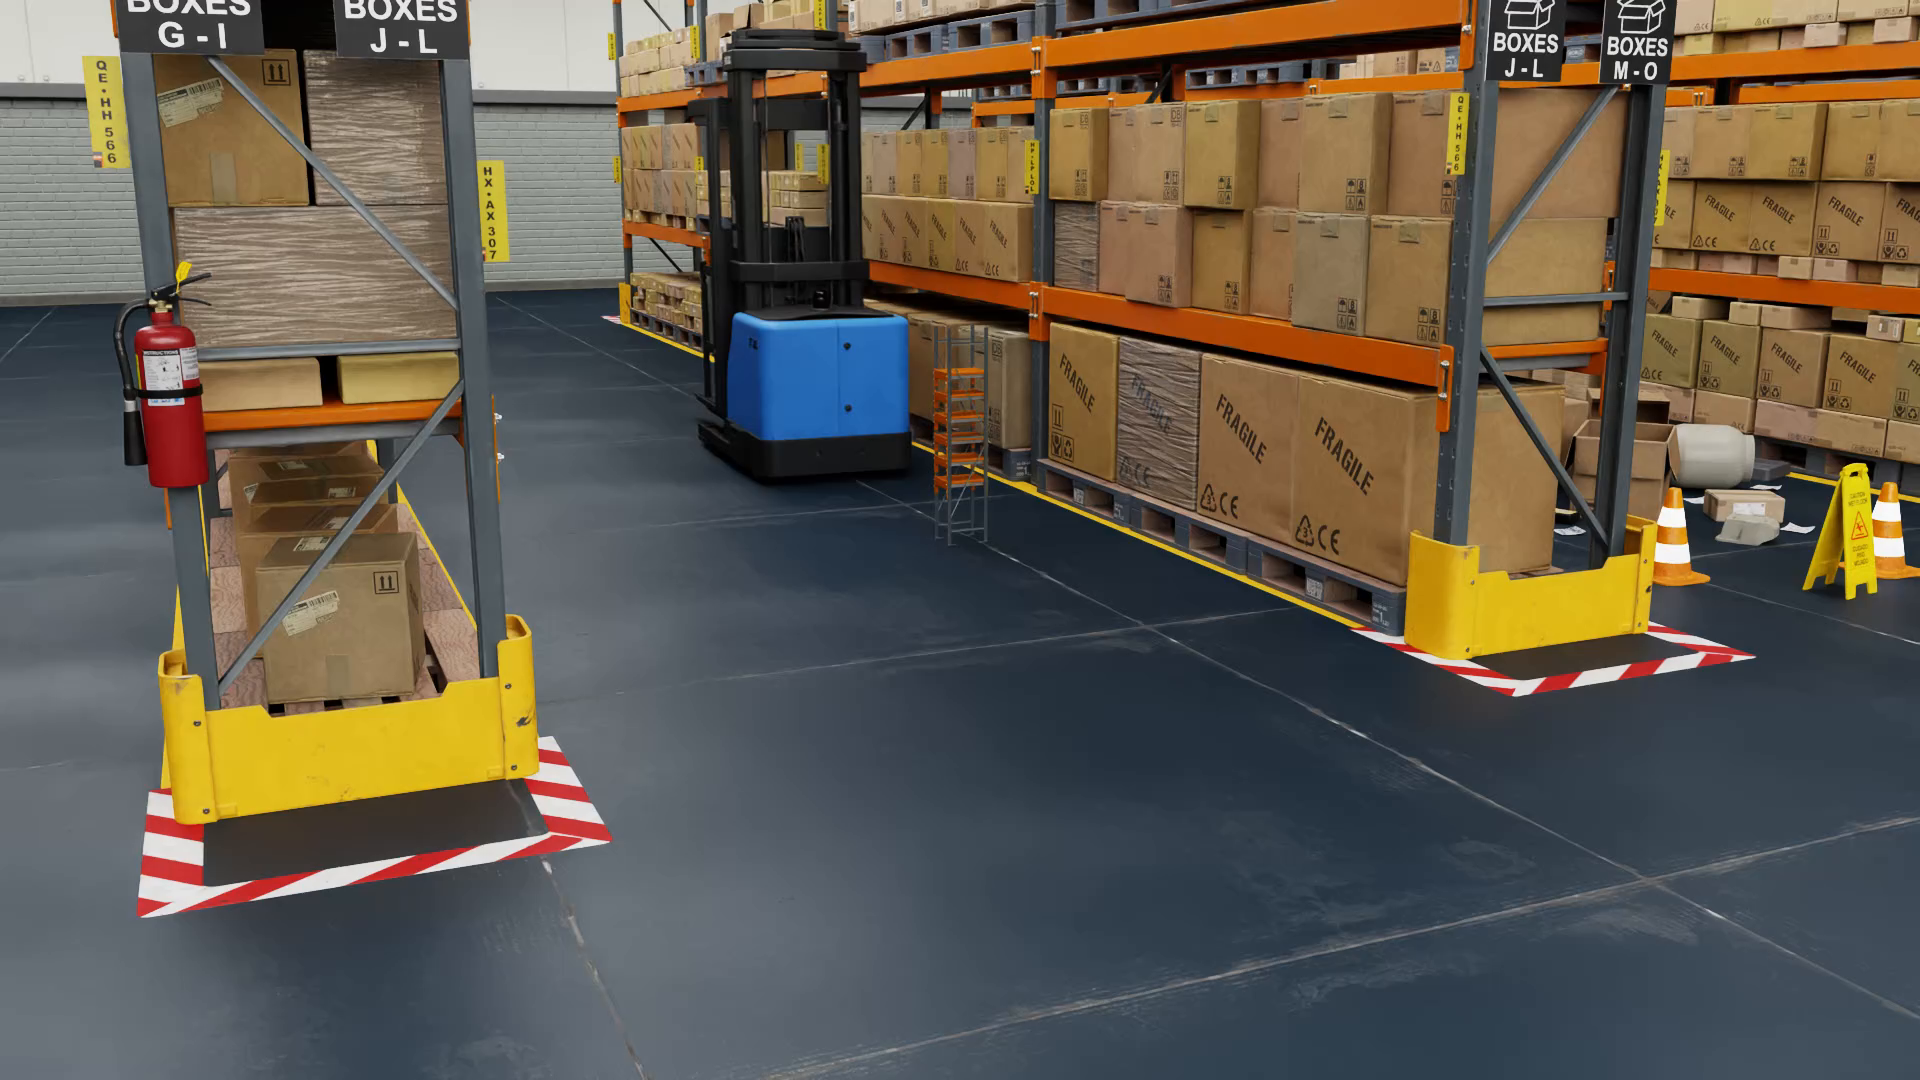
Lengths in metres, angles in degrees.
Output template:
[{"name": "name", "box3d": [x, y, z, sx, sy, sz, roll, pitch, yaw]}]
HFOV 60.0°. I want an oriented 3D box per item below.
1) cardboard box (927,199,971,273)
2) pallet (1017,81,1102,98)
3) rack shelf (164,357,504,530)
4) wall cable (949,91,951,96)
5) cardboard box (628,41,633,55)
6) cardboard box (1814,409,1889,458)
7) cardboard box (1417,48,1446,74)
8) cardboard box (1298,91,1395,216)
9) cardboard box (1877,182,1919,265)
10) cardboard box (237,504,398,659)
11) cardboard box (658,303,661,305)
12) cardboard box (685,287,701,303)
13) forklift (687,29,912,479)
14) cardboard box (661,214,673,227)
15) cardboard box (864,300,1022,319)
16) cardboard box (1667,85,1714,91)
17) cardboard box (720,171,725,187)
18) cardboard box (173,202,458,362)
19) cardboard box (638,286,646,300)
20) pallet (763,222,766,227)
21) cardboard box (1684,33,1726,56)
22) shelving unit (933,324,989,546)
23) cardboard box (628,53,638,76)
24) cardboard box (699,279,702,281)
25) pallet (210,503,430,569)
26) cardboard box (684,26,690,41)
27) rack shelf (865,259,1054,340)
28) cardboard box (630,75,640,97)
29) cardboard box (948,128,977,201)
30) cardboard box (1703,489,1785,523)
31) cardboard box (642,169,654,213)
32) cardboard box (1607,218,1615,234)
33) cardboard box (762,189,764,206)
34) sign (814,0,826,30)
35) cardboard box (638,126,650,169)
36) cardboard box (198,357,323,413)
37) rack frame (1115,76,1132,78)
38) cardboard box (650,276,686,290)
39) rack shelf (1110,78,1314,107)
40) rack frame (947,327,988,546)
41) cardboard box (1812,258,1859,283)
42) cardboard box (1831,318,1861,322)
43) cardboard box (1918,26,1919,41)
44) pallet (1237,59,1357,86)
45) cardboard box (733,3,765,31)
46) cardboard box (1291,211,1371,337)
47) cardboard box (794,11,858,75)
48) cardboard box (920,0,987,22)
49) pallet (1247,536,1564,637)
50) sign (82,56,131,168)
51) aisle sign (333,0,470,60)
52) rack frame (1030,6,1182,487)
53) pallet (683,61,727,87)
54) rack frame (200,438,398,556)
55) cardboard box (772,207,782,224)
[{"name": "cardboard box", "box3d": [0.088, -2.202, 12.009, 0.500, 0.500, 0.500, -5, 14, -22]}, {"name": "pallet", "box3d": [1.434, -5.821, 21.413, 1.003, 0.211, 1.213, -6, 14, -23]}, {"name": "rack shelf", "box3d": [-2.837, -0.670, 7.207, 1.077, 0.370, 4.000, -6, 14, -23]}, {"name": "wall cable", "box3d": [-1.211, -8.948, 28.073, 2.355, 3.000, 0.029, -6, 14, -23]}, {"name": "cardboard box", "box3d": [-3.811, -5.961, 20.162, 0.380, 0.149, 0.250, -6, 14, -23]}, {"name": "cardboard box", "box3d": [6.059, -0.725, 11.017, 0.500, 0.250, 0.500, -6, 14, -25]}, {"name": "cardboard box", "box3d": [4.477, -4.354, 14.649, 0.797, 0.503, 0.637, -6, 14, -23]}, {"name": "cardboard box", "box3d": [2.131, -1.819, 7.848, 0.875, 0.550, 0.550, -6, 14, -23]}, {"name": "cardboard box", "box3d": [6.181, -1.991, 10.437, 0.500, 0.500, 0.500, -6, 14, -23]}, {"name": "cardboard box", "box3d": [-2.542, 0.155, 6.659, 0.500, 0.500, 0.500, -2, 13, -8]}, {"name": "cardboard box", "box3d": [-3.466, -2.814, 20.268, 0.380, 0.149, 0.250, -6, 14, -23]}, {"name": "cardboard box", "box3d": [-2.884, -2.769, 18.753, 0.380, 0.149, 0.250, -6, 14, -23]}, {"name": "forklift", "box3d": [-1.314, -2.119, 12.027, 1.130, 2.935, 3.031, -5, 14, -20]}, {"name": "cardboard box", "box3d": [-3.279, -3.745, 19.457, 0.380, 0.149, 0.250, -5, 14, -22]}, {"name": "cardboard box", "box3d": [-0.141, -1.481, 13.176, 1.050, 0.750, 0.750, -5, 14, -22]}, {"name": "cardboard box", "box3d": [7.958, -5.076, 18.332, 0.500, 0.250, 0.500, -6, 14, -25]}, {"name": "cardboard box", "box3d": [-2.206, -3.600, 16.580, 0.380, 0.149, 0.250, -6, 14, -24]}, {"name": "cardboard box", "box3d": [-2.231, -0.917, 5.797, 0.875, 0.500, 0.500, -6, 14, -23]}, {"name": "cardboard box", "box3d": [-3.827, -3.107, 20.875, 0.380, 0.149, 0.250, -6, 14, -23]}, {"name": "pallet", "box3d": [-1.486, -2.999, 16.100, 1.003, 0.211, 1.213, -6, 14, -23]}, {"name": "cardboard box", "box3d": [5.393, -3.522, 11.838, 0.380, 0.149, 0.250, -6, 14, -23]}, {"name": "shelving unit", "box3d": [0.006, -0.582, 9.222, 0.258, 1.200, 0.189, -6, 14, -23]}, {"name": "cardboard box", "box3d": [-3.712, -5.750, 20.132, 0.500, 0.250, 0.500, -6, 14, -24]}, {"name": "cardboard box", "box3d": [-2.939, -3.086, 20.121, 0.380, 0.149, 0.250, -6, 14, -25]}, {"name": "pallet", "box3d": [-3.337, 0.061, 8.640, 1.003, 0.211, 1.213, -6, 14, -23]}, {"name": "cardboard box", "box3d": [-2.749, -5.433, 17.880, 0.380, 0.149, 0.250, -5, 14, -22]}, {"name": "rack shelf", "box3d": [0.146, -1.923, 12.623, 1.077, 0.370, 4.000, -6, 14, -23]}, {"name": "cardboard box", "box3d": [-3.707, -5.503, 20.175, 0.500, 0.250, 0.500, -5, 14, -21]}, {"name": "cardboard box", "box3d": [0.333, -2.709, 11.983, 0.700, 0.500, 0.500, -6, 14, -23]}, {"name": "cardboard box", "box3d": [4.669, -0.201, 9.910, 0.380, 0.149, 0.250, 1, 13, 6]}, {"name": "cardboard box", "box3d": [-3.511, -4.205, 20.005, 0.500, 0.500, 0.500, -5, 14, -22]}, {"name": "cardboard box", "box3d": [4.983, -2.492, 13.111, 0.380, 0.149, 0.250, -5, 14, -22]}, {"name": "cardboard box", "box3d": [-1.684, -3.188, 15.456, 0.380, 0.149, 0.250, -6, 14, -23]}, {"name": "sign", "box3d": [-1.153, -4.352, 13.721, 0.100, 0.325, 0.005, -6, 14, -23]}, {"name": "cardboard box", "box3d": [-3.527, -4.691, 19.885, 0.500, 0.500, 0.500, -6, 14, -24]}, {"name": "cardboard box", "box3d": [-2.339, -0.525, 5.542, 0.380, 0.149, 0.250, -6, 14, -23]}, {"name": "rack frame", "box3d": [2.237, -6.904, 19.243, 1.000, 3.000, 0.127, -6, 14, -23]}, {"name": "cardboard box", "box3d": [-3.582, -3.153, 20.412, 0.380, 0.149, 0.250, -6, 14, -26]}, {"name": "rack shelf", "box3d": [3.039, -4.679, 17.877, 1.077, 0.370, 4.000, -6, 14, -23]}, {"name": "rack frame", "box3d": [0.042, -0.563, 9.140, 0.240, 1.200, 0.006, -6, 14, -23]}, {"name": "cardboard box", "box3d": [5.905, -1.797, 11.041, 0.380, 0.149, 0.250, -6, 14, -23]}, {"name": "cardboard box", "box3d": [6.130, -1.356, 12.080, 0.500, 0.500, 0.500, -5, 14, -22]}, {"name": "cardboard box", "box3d": [6.158, -3.157, 10.261, 0.380, 0.149, 0.250, -6, 14, -25]}, {"name": "pallet", "box3d": [3.533, -4.653, 16.586, 1.213, 0.211, 1.003, -5, 14, -20]}, {"name": "cardboard box", "box3d": [-1.759, -4.899, 16.070, 0.797, 0.503, 0.637, -6, 14, -24]}, {"name": "cardboard box", "box3d": [2.119, -1.291, 7.965, 0.875, 0.550, 0.550, -6, 14, -23]}, {"name": "cardboard box", "box3d": [-1.117, -4.292, 14.388, 0.500, 0.500, 0.500, -6, 14, -23]}, {"name": "cardboard box", "box3d": [0.043, -3.874, 11.848, 0.500, 0.311, 0.500, -6, 14, -25]}, {"name": "pallet", "box3d": [2.157, 0.166, 8.183, 1.003, 0.211, 1.213, -6, 14, -23]}, {"name": "sign", "box3d": [-2.552, -1.279, 4.975, 0.100, 0.325, 0.005, -6, 14, -23]}, {"name": "aisle sign", "box3d": [-1.736, -1.888, 5.109, 0.394, 0.787, 0.004, -6, 14, -23]}, {"name": "rack frame", "box3d": [0.947, -1.861, 10.756, 1.000, 3.000, 0.127, -6, 14, -23]}, {"name": "pallet", "box3d": [-2.108, -4.746, 16.988, 1.213, 0.211, 1.003, -6, 14, -23]}, {"name": "rack frame", "box3d": [-3.638, -1.433, 8.911, 1.000, 3.000, 0.127, -6, 14, -23]}, {"name": "cardboard box", "box3d": [-1.475, -2.934, 15.021, 0.380, 0.149, 0.250, -5, 14, -22]}]
